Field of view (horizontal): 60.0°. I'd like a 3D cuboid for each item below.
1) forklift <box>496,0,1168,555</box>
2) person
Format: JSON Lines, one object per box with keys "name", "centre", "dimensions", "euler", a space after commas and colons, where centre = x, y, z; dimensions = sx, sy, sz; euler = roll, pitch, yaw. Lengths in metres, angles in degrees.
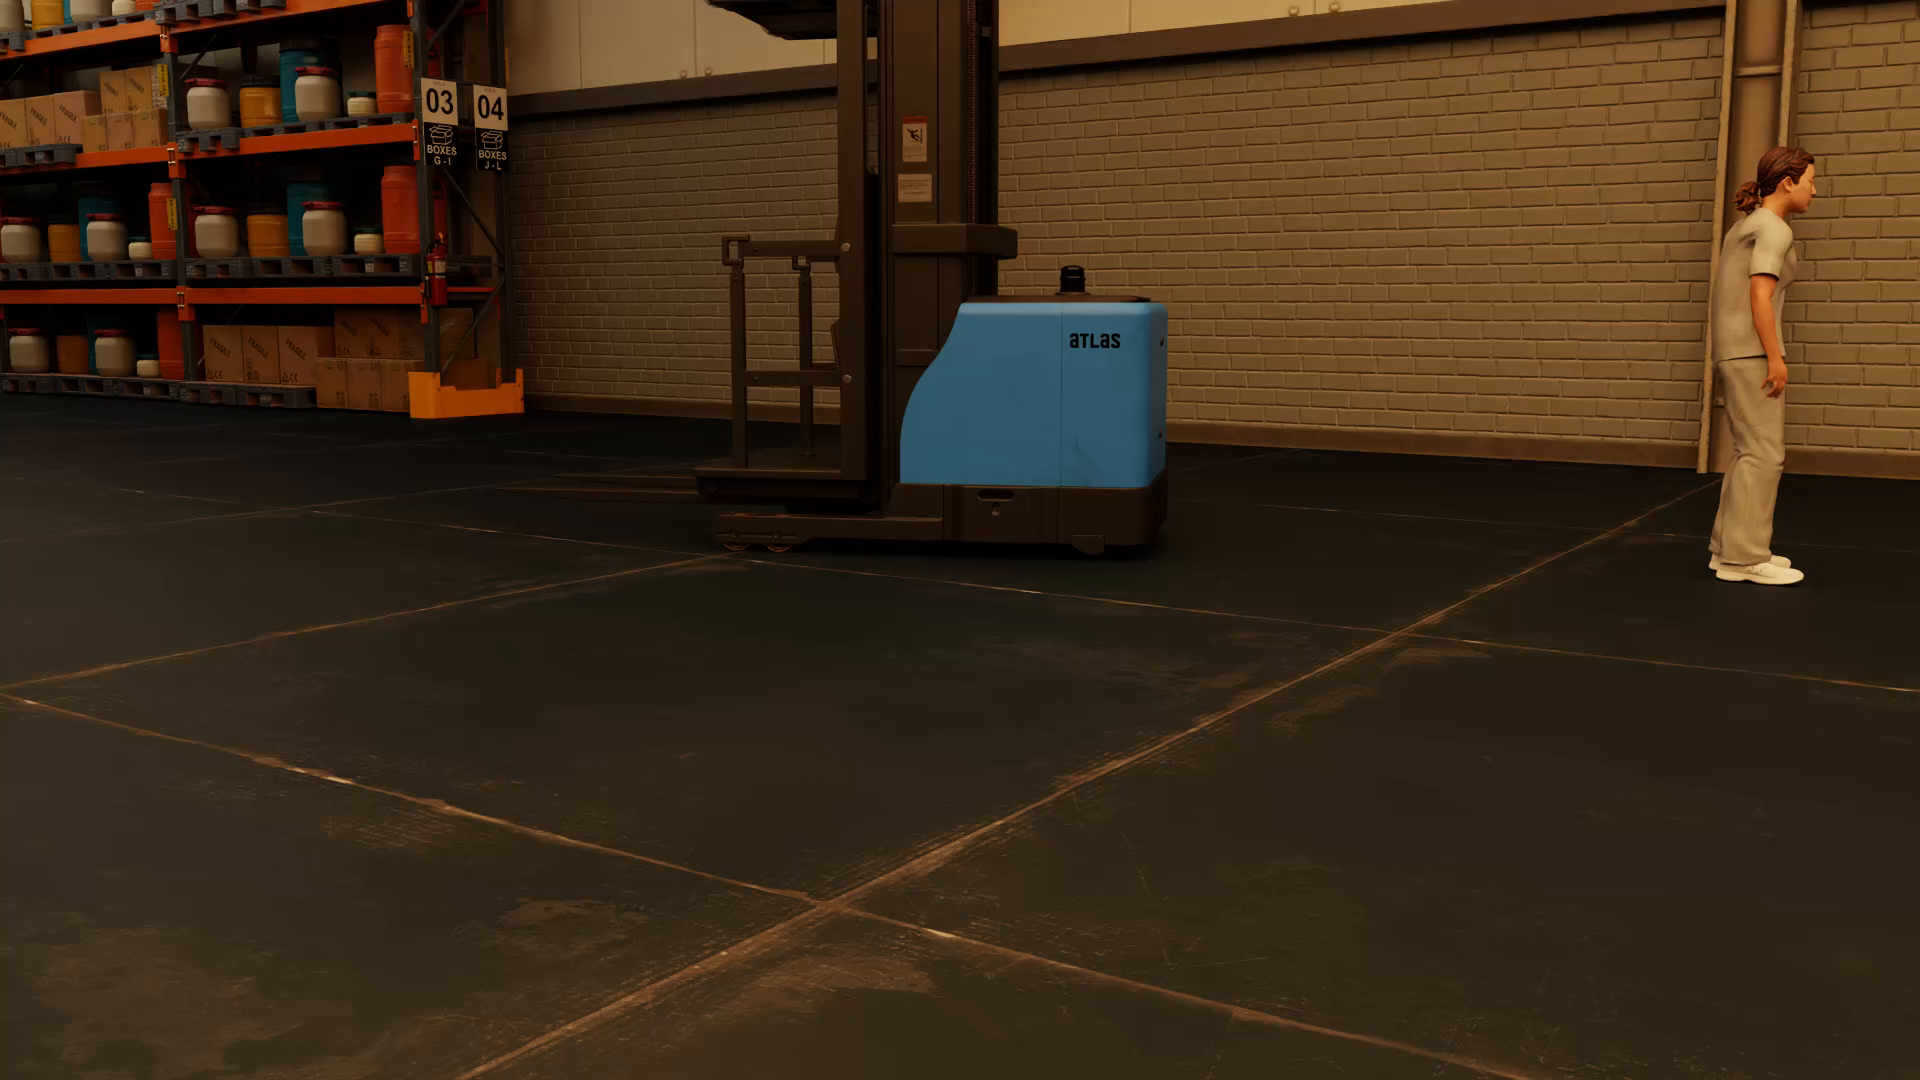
{"name": "forklift", "centre": [-0.596, -1.469, 7.520], "dimensions": [3.031, 2.935, 1.130], "euler": [2, 8, 12]}
{"name": "person", "centre": [3.125, -0.686, 6.494], "dimensions": [0.365, 1.671, 0.507], "euler": [2, 8, 16]}
